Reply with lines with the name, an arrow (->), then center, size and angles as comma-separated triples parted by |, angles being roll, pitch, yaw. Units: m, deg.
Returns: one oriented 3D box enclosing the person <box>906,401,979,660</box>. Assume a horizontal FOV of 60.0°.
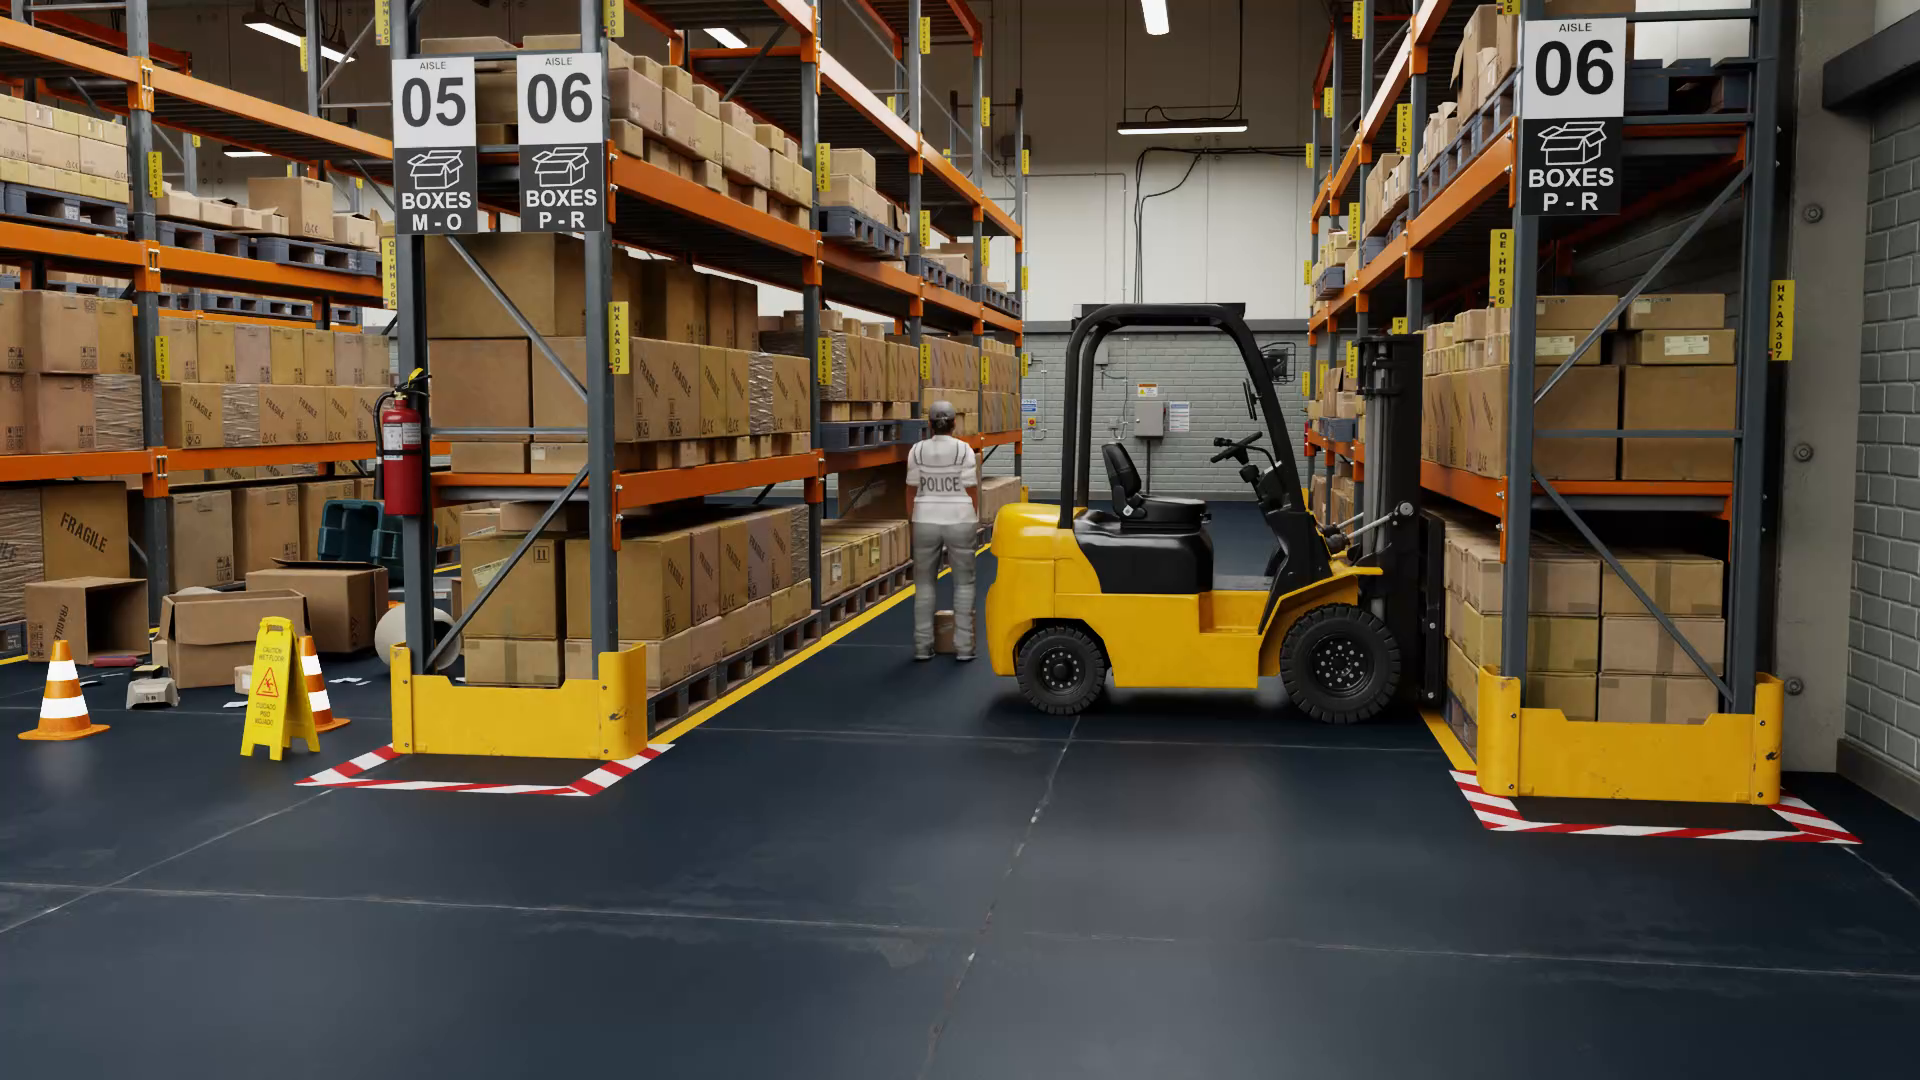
person -> -0.112, -0.058, 10.670 | 0.469, 1.661, 0.391 | 1, 5, 9
